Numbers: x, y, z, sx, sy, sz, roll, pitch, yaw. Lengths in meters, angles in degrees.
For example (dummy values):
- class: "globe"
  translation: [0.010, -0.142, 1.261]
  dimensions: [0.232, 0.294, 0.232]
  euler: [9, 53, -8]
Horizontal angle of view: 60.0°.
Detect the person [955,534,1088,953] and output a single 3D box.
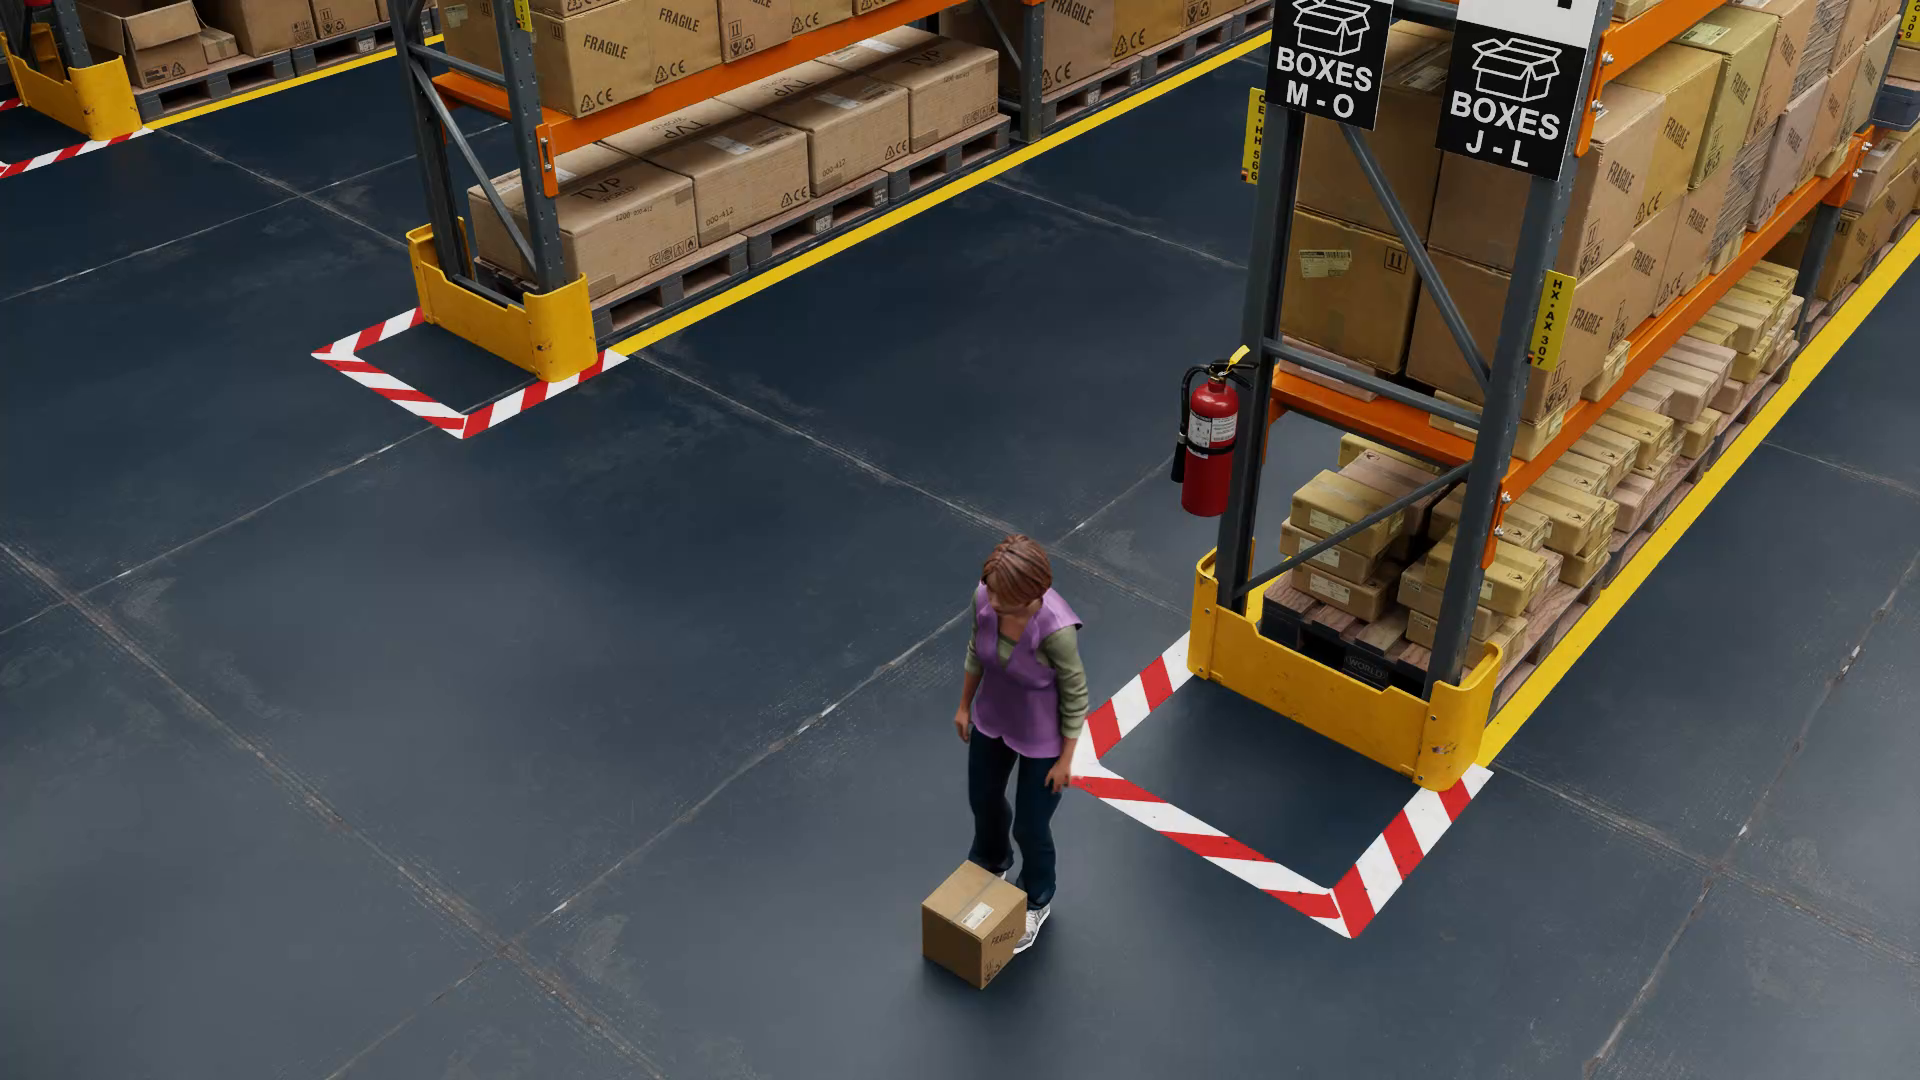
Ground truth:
- class: "person"
  translation: [0.184, 0.629, 5.282]
  dimensions: [0.463, 1.582, 0.365]
  euler: [26, 43, 31]
